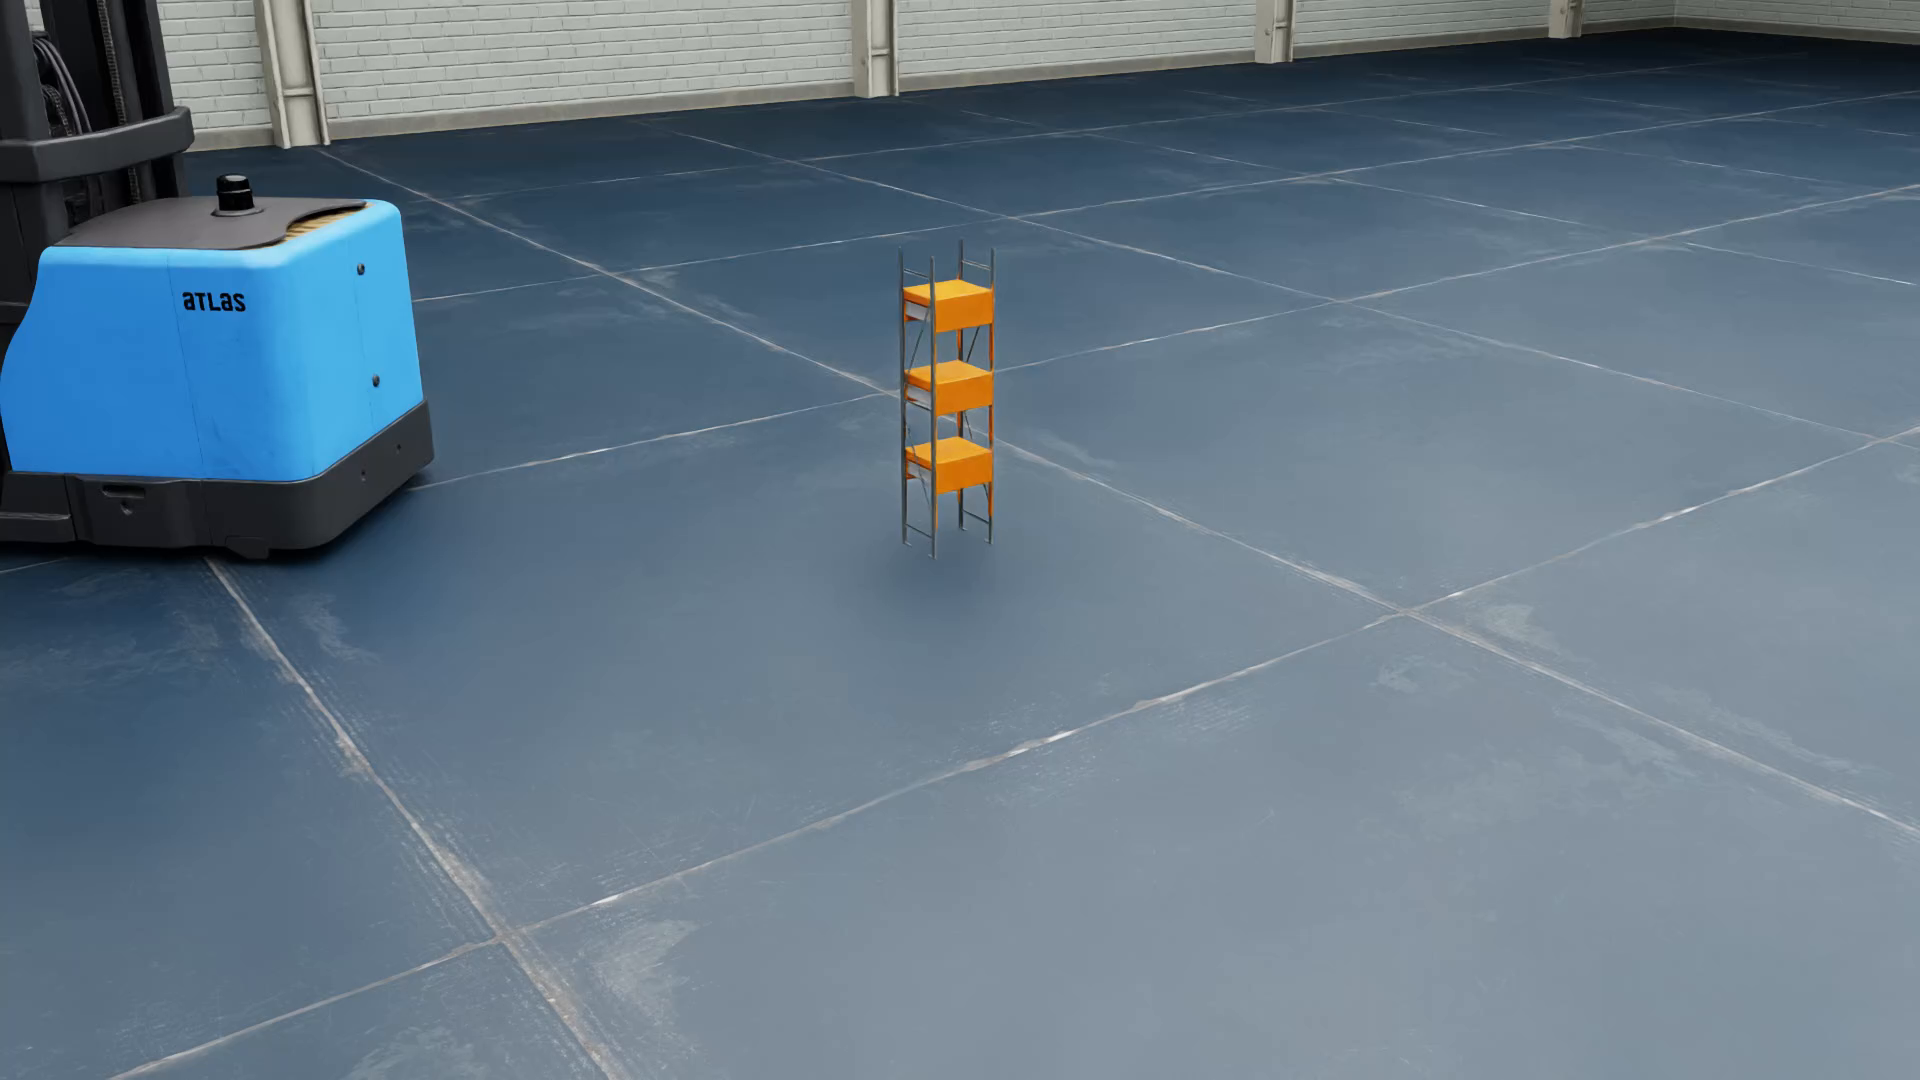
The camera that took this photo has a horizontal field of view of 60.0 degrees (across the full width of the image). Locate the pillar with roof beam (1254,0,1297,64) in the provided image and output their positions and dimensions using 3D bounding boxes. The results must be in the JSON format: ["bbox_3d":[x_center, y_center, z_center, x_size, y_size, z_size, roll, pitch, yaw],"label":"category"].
[{"bbox_3d":[6.483,-8.954,16.195,0.400,9.000,9.100,-15,26,-33],"label":"pillar with roof beam"}]

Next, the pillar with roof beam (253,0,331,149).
[{"bbox_3d":[-3.257,-6.357,9.686,0.400,9.000,9.100,-15,26,-33],"label":"pillar with roof beam"}]

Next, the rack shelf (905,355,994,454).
[{"bbox_3d":[-0.043,-0.466,5.677,0.240,0.259,0.215,-15,26,-33],"label":"rack shelf"}]

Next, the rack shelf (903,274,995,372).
[{"bbox_3d":[-0.043,-0.730,5.572,0.240,0.259,0.215,-15,26,-33],"label":"rack shelf"}]

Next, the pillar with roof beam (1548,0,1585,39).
[{"bbox_3d":[11.354,-10.253,19.449,0.400,9.000,9.100,-15,26,-33],"label":"pillar with roof beam"}]

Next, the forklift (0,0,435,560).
[{"bbox_3d":[-3.607,-1.513,5.734,3.031,2.935,1.130,2,22,6],"label":"forklift"}]

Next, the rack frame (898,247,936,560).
[{"bbox_3d":[-0.142,-0.450,5.607,0.008,1.050,0.200,-15,26,-33],"label":"rack frame"}]

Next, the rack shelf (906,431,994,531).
[{"bbox_3d":[-0.043,-0.208,5.780,0.240,0.259,0.215,-15,26,-33],"label":"rack shelf"}]

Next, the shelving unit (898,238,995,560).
[{"bbox_3d":[-0.043,-0.476,5.673,0.252,1.050,0.215,-15,26,-33],"label":"shelving unit"}]

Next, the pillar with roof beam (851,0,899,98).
[{"bbox_3d":[1.613,-7.656,12.940,0.400,9.000,9.100,-15,26,-33],"label":"pillar with roof beam"}]

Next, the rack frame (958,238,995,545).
[{"bbox_3d":[0.056,-0.502,5.739,0.008,1.050,0.200,-15,26,-33],"label":"rack frame"}]
